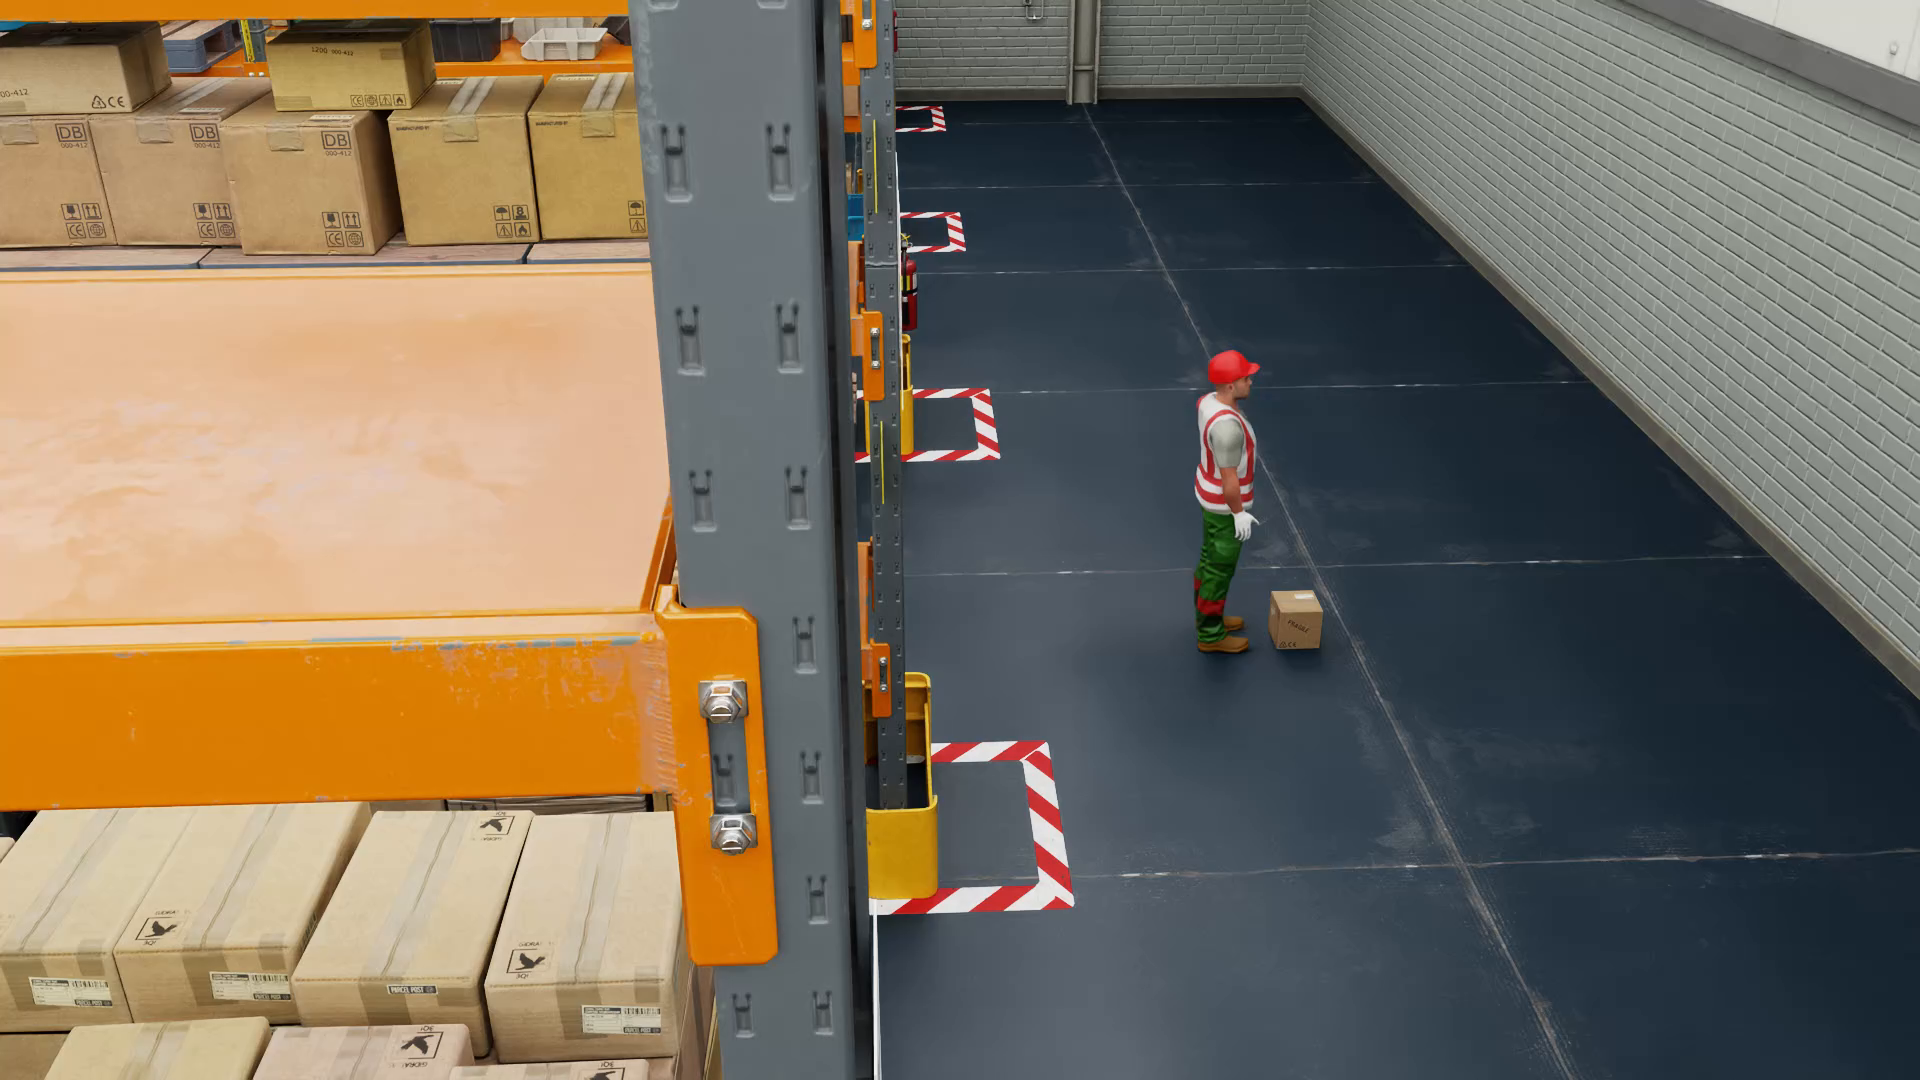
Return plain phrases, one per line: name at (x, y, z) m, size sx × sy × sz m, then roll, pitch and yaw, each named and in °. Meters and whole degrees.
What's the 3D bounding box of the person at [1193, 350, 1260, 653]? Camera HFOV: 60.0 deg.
person at (1.507, -0.217, 9.357) m, size 0.383 × 1.798 × 0.534 m, roll -1°, pitch 27°, yaw -1°
